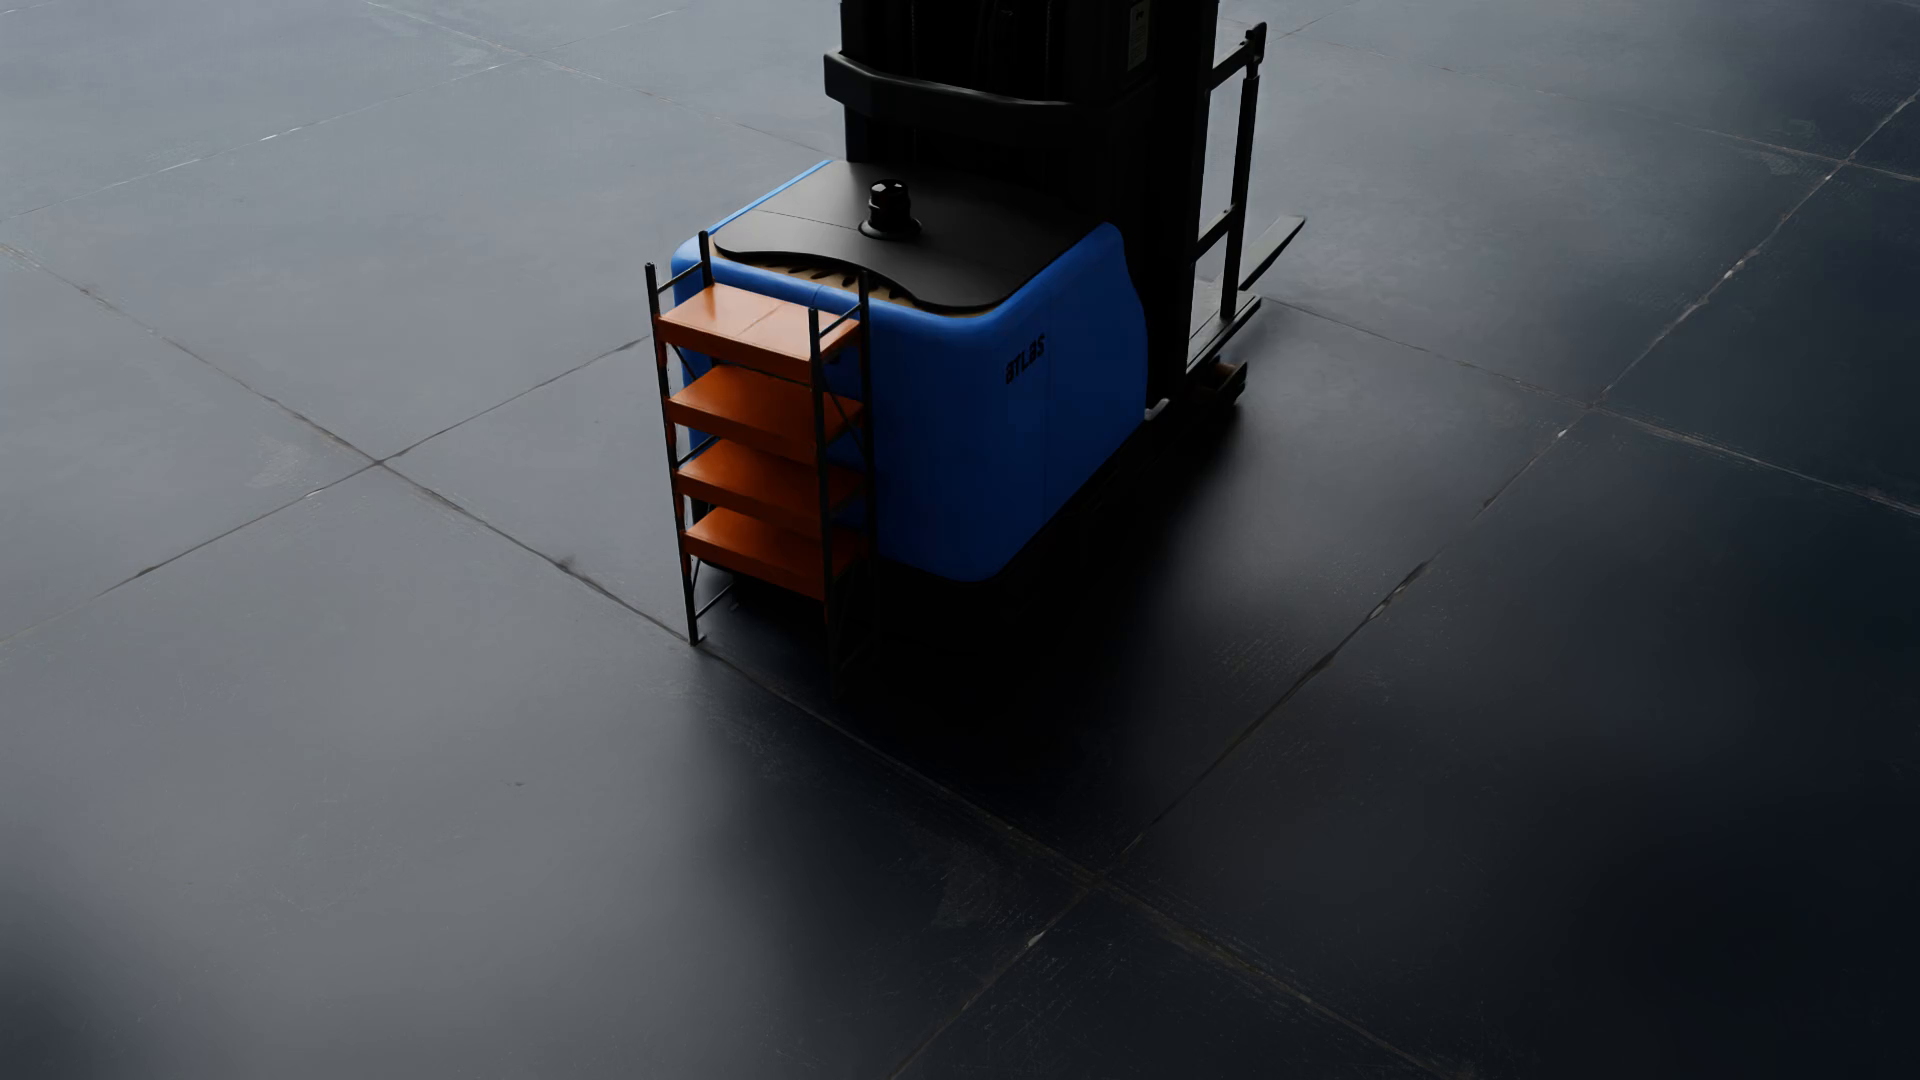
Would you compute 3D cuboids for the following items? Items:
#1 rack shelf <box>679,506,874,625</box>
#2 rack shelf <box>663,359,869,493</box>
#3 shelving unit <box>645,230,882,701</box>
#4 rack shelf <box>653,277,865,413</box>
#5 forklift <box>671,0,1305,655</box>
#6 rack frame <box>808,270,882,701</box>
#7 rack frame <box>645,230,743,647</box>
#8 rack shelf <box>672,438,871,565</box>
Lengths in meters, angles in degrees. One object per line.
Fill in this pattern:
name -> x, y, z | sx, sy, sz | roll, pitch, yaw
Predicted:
rack shelf -> -0.503, 0.040, 4.600 | 0.480, 0.148, 0.258 | 18, 39, 24
rack shelf -> -0.504, -0.307, 4.359 | 0.480, 0.148, 0.258 | 18, 39, 24
shelving unit -> -0.503, -0.178, 4.448 | 0.503, 1.200, 0.258 | 18, 39, 24
rack shelf -> -0.504, -0.501, 4.224 | 0.480, 0.148, 0.258 | 18, 39, 24
forklift -> 0.364, -1.696, 5.130 | 1.130, 2.935, 3.031 | 18, 38, 24
rack frame -> -0.292, -0.110, 4.348 | 0.015, 1.200, 0.240 | 18, 39, 24
rack frame -> -0.715, -0.247, 4.548 | 0.015, 1.200, 0.240 | 18, 39, 24
rack shelf -> -0.503, -0.123, 4.487 | 0.480, 0.148, 0.258 | 18, 39, 24
